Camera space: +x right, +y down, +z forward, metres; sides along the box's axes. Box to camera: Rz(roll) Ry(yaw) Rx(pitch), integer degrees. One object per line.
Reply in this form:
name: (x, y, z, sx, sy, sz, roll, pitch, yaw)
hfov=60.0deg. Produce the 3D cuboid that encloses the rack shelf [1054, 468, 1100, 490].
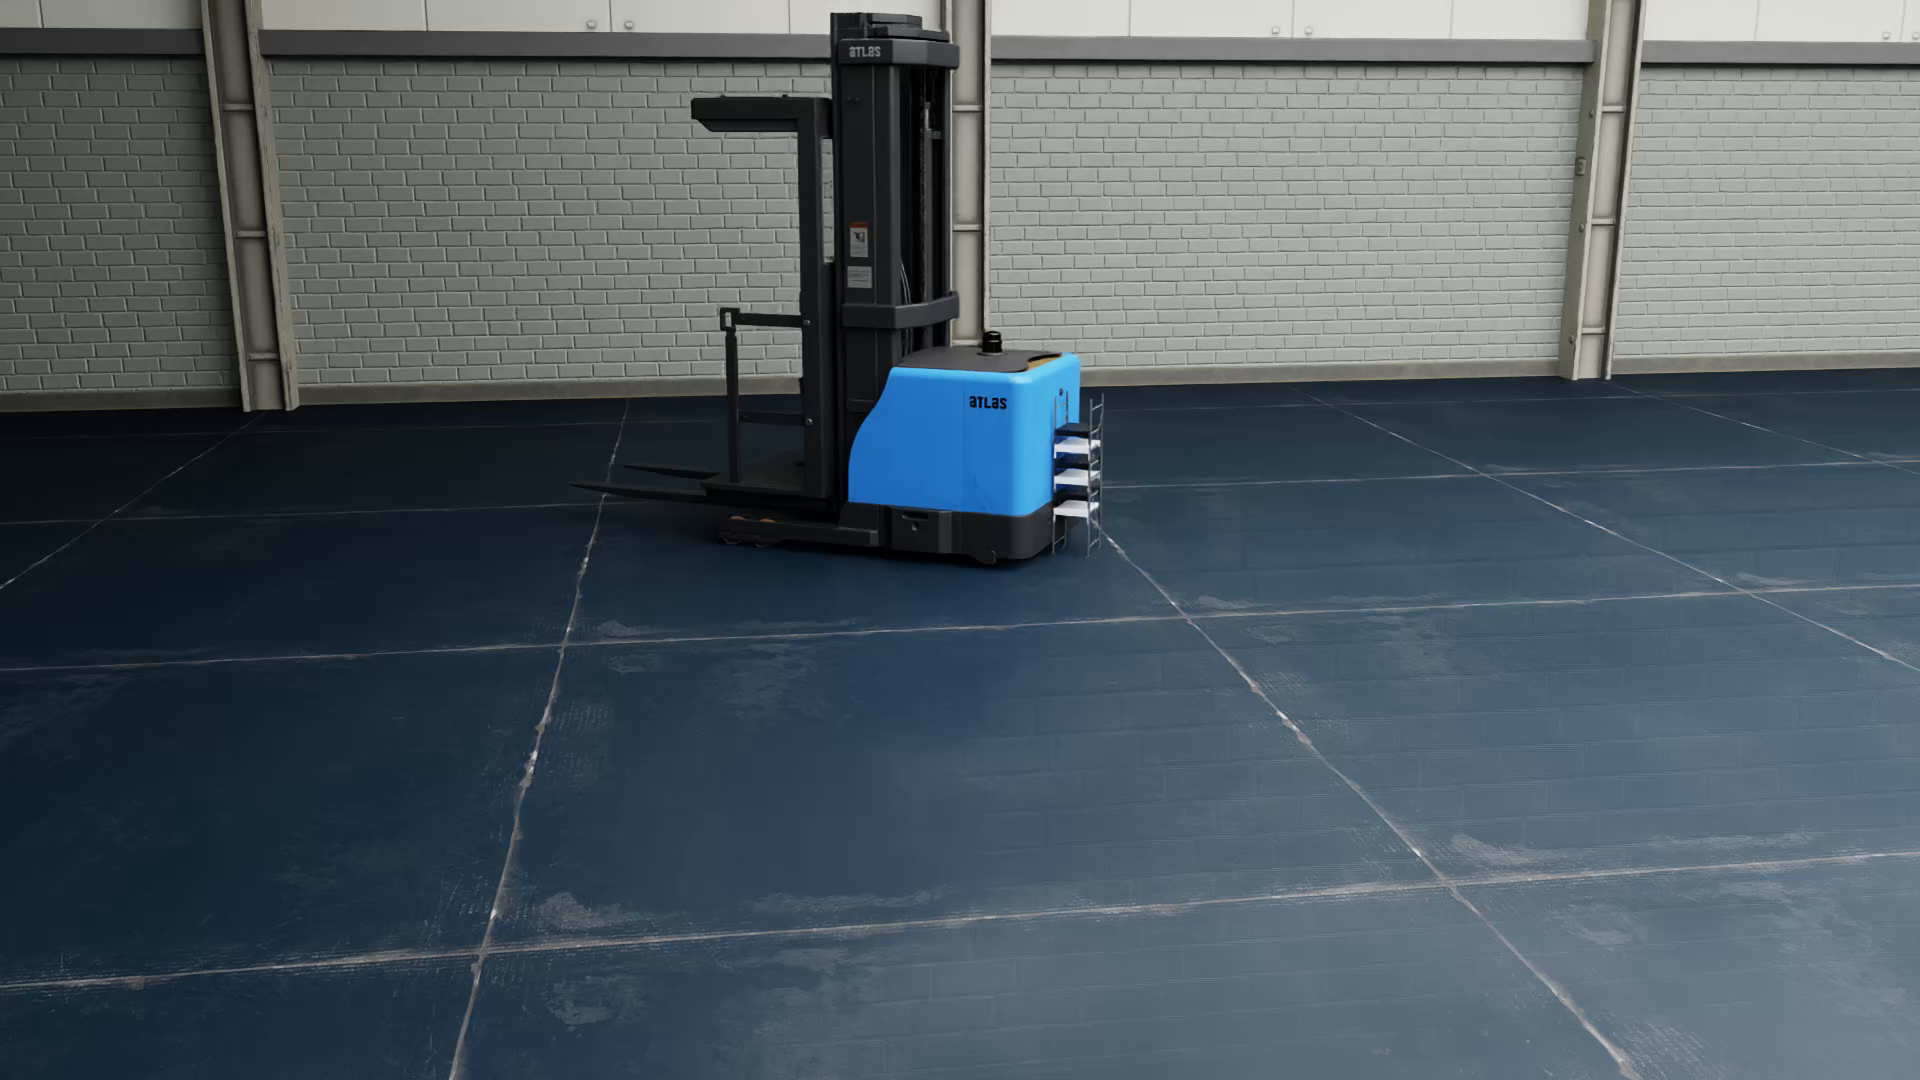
rack shelf: (0.662, -0.336, 9.349, 0.200, 0.077, 0.258, 5, 15, 21)

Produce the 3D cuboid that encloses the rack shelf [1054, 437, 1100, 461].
rack shelf: (0.662, -0.511, 9.306, 0.200, 0.077, 0.258, 5, 15, 21)

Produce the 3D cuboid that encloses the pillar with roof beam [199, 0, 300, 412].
pillar with roof beam: (-5.243, -4.458, 8.997, 0.400, 9.000, 9.100, -2, 14, -8)

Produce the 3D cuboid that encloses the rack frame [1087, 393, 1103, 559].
rack frame: (0.757, -0.360, 9.306, 0.006, 0.900, 0.240, 5, 15, 21)

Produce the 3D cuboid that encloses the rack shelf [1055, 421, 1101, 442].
rack shelf: (0.662, -0.598, 9.284, 0.200, 0.077, 0.258, 5, 15, 21)

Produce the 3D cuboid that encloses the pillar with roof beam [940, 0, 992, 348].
pillar with roof beam: (0.690, -4.675, 9.864, 0.400, 9.000, 9.100, -2, 14, -8)

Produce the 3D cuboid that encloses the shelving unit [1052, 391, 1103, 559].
shelving unit: (0.662, -0.368, 9.341, 0.210, 0.900, 0.258, 5, 15, 21)

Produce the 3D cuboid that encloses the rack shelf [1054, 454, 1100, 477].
rack shelf: (0.662, -0.423, 9.327, 0.200, 0.077, 0.258, 5, 15, 21)

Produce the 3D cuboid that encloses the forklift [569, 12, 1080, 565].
forklift: (-0.861, -1.490, 9.639, 3.031, 2.935, 1.130, 5, 15, 21)

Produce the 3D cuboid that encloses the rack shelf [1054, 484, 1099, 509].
rack shelf: (0.662, -0.249, 9.371, 0.200, 0.077, 0.258, 5, 15, 21)

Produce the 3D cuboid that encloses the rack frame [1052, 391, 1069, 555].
rack frame: (0.567, -0.377, 9.377, 0.006, 0.900, 0.240, 5, 15, 21)

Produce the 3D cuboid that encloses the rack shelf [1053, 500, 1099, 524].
rack shelf: (0.662, -0.162, 9.393, 0.200, 0.077, 0.258, 5, 15, 21)

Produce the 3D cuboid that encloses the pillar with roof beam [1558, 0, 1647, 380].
pillar with roof beam: (6.623, -4.892, 10.731, 0.400, 9.000, 9.100, -2, 14, -8)
